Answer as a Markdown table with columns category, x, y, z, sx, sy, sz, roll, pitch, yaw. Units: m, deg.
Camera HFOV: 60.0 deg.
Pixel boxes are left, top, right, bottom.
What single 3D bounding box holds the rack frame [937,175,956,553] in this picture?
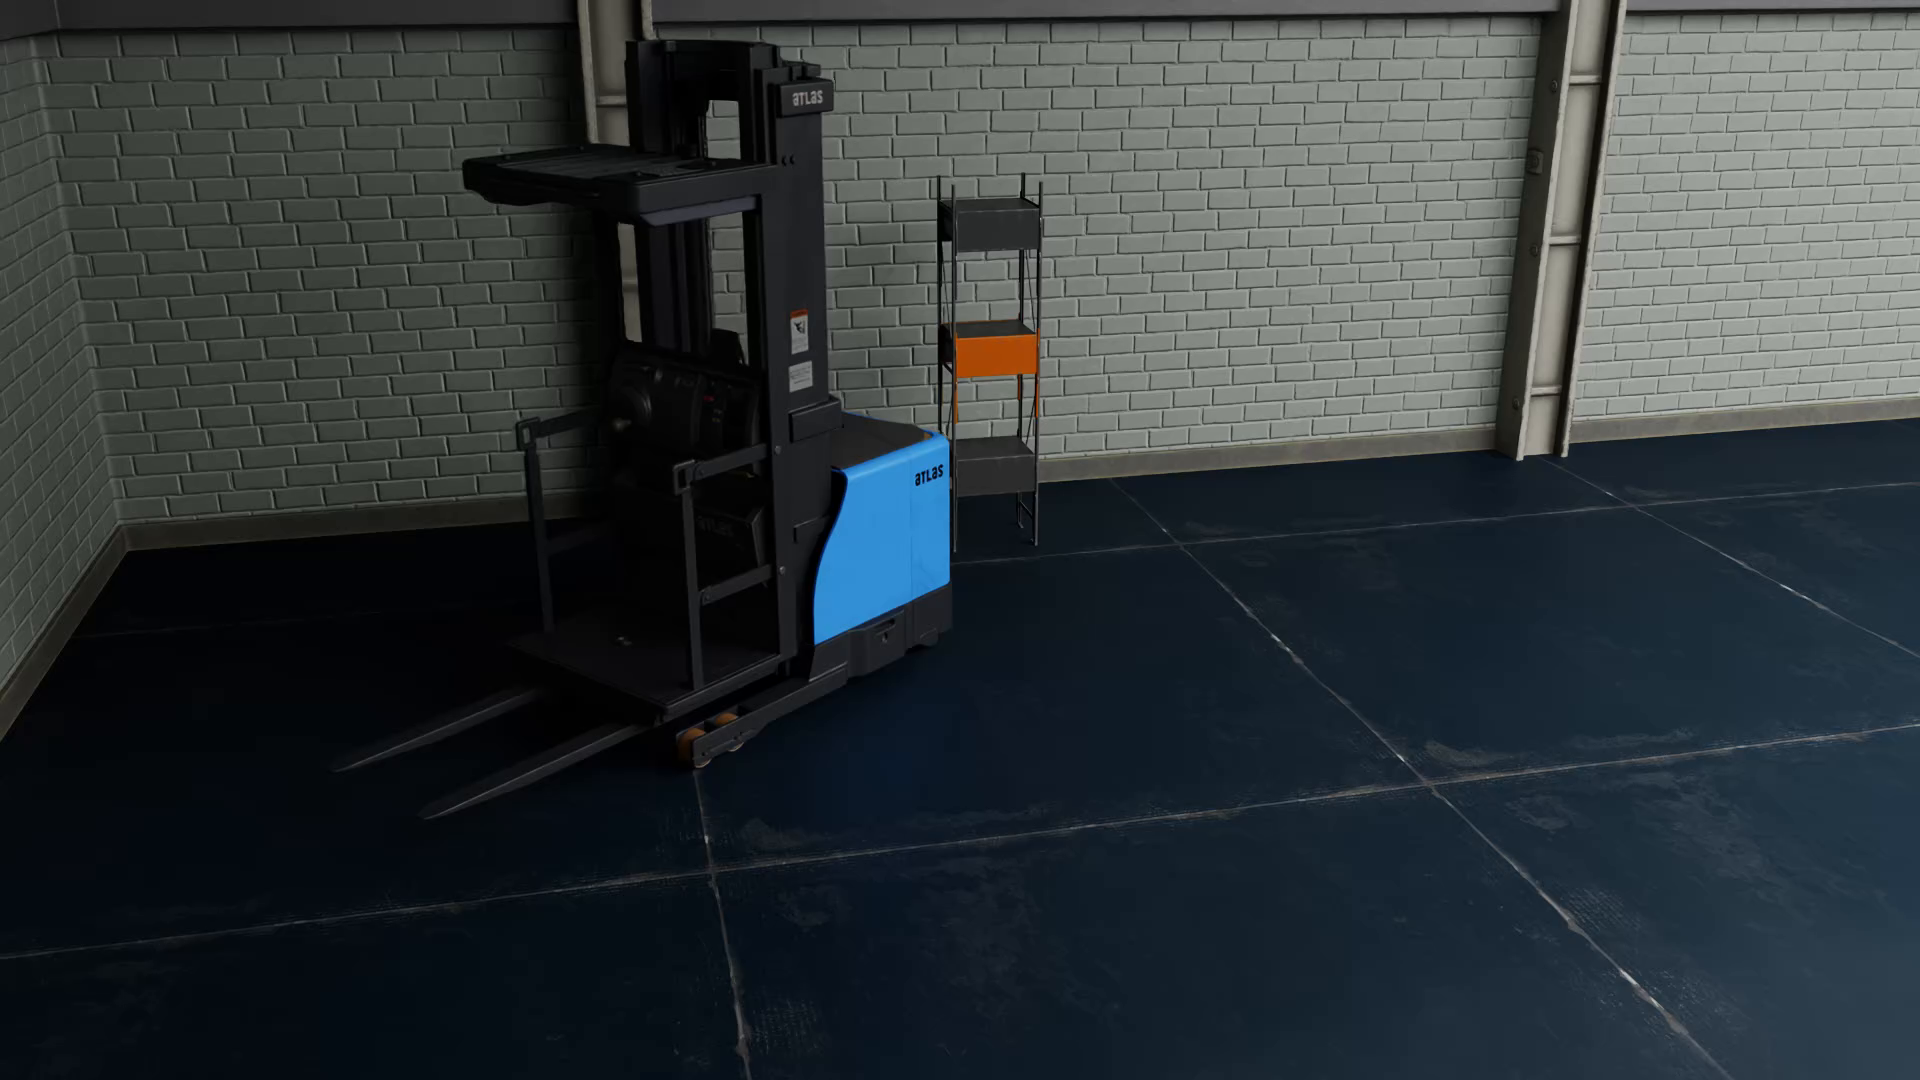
| category | x | y | z | sx | sy | sz | roll | pitch | yaw |
| --- | --- | --- | --- | --- | --- | --- | --- | --- | --- |
| rack frame | -0.076 | -0.980 | 9.436 | 0.015 | 2.100 | 0.400 | -5 | 21 | -12 |

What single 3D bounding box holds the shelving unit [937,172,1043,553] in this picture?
| category | x | y | z | sx | sy | sz | roll | pitch | yaw |
| --- | --- | --- | --- | --- | --- | --- | --- | --- | --- |
| shelving unit | 0.161 | -0.999 | 9.489 | 0.503 | 2.100 | 0.431 | -5 | 21 | -12 |

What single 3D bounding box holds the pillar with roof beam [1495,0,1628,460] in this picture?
| category | x | y | z | sx | sy | sz | roll | pitch | yaw |
| --- | --- | --- | --- | --- | --- | --- | --- | --- | --- |
| pillar with roof beam | 4.923 | -3.392 | 5.991 | 0.400 | 9.000 | 9.100 | -5 | 21 | -12 |

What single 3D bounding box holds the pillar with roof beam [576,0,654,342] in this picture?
| category | x | y | z | sx | sy | sz | roll | pitch | yaw |
| --- | --- | --- | --- | --- | --- | --- | --- | --- | --- |
| pillar with roof beam | -0.916 | -2.917 | 4.695 | 0.400 | 9.000 | 9.100 | -5 | 21 | -12 |

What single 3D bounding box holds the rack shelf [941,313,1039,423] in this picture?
| category | x | y | z | sx | sy | sz | roll | pitch | yaw |
| --- | --- | --- | --- | --- | --- | --- | --- | --- | --- |
| rack shelf | 0.161 | -0.986 | 9.494 | 0.480 | 0.518 | 0.431 | -5 | 21 | -12 |

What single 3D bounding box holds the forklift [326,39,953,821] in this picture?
| category | x | y | z | sx | sy | sz | roll | pitch | yaw |
| --- | --- | --- | --- | --- | --- | --- | --- | --- | --- |
| forklift | -1.345 | -0.590 | 7.163 | 1.130 | 2.935 | 3.031 | 15 | 25 | 36 |

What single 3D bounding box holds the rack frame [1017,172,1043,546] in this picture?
| category | x | y | z | sx | sy | sz | roll | pitch | yaw |
| --- | --- | --- | --- | --- | --- | --- | --- | --- | --- |
| rack frame | 0.399 | -1.018 | 9.542 | 0.015 | 2.100 | 0.400 | -5 | 21 | -12 |

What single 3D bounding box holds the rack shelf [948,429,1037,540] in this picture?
| category | x | y | z | sx | sy | sz | roll | pitch | yaw |
| --- | --- | --- | --- | --- | --- | --- | --- | --- | --- |
| rack shelf | 0.161 | -0.329 | 9.735 | 0.480 | 0.518 | 0.431 | -5 | 21 | -12 |

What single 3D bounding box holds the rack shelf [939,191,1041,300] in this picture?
| category | x | y | z | sx | sy | sz | roll | pitch | yaw |
| --- | --- | --- | --- | --- | --- | --- | --- | --- | --- |
| rack shelf | 0.161 | -1.644 | 9.253 | 0.480 | 0.518 | 0.431 | -5 | 21 | -12 |
